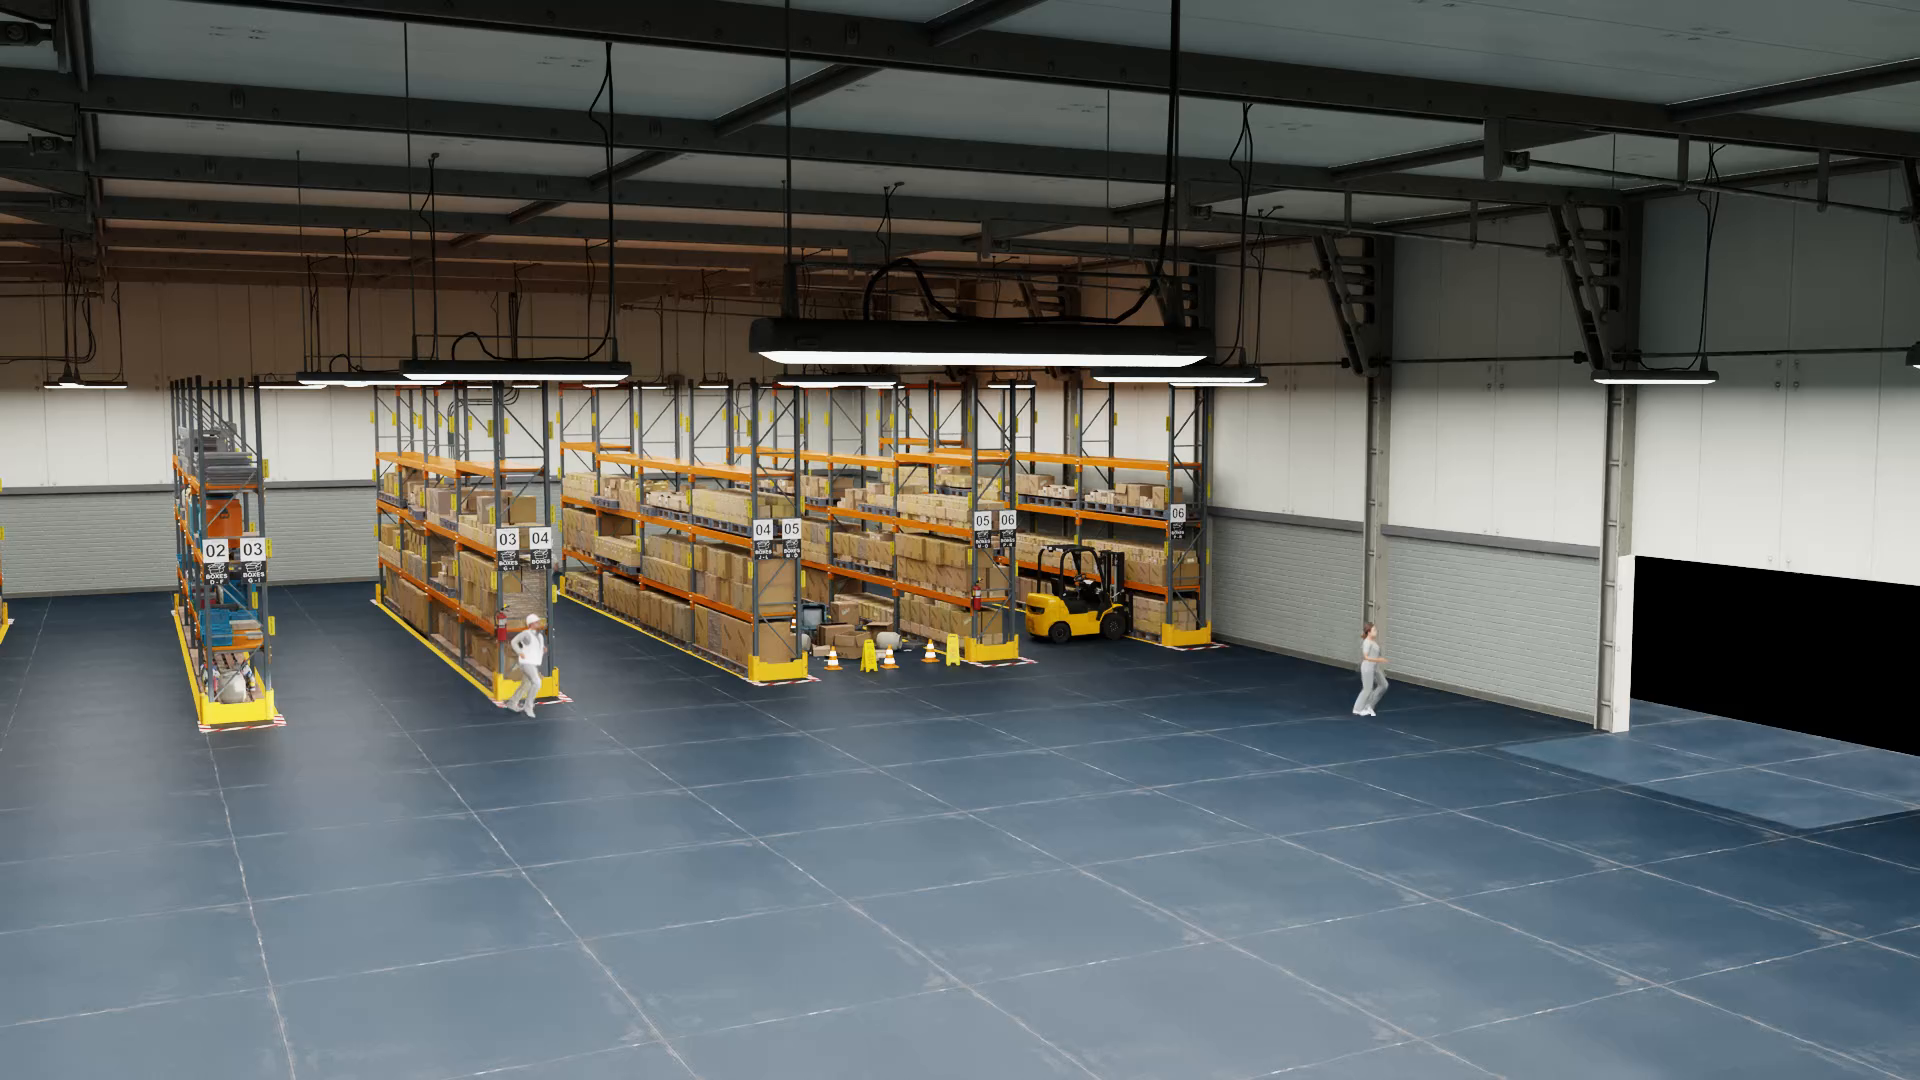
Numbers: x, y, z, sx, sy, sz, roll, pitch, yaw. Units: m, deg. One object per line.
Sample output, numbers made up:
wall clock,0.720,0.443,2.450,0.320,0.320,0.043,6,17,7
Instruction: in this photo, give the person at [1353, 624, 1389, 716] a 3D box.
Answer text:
person,7.242,2.304,29.260,0.655,1.635,0.540,3,6,33

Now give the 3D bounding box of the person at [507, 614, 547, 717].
person,-7.678,2.225,29.623,0.723,1.809,0.675,1,5,15

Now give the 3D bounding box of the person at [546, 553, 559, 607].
person,-10.982,0.935,44.162,0.682,1.728,0.599,-2,6,-26
